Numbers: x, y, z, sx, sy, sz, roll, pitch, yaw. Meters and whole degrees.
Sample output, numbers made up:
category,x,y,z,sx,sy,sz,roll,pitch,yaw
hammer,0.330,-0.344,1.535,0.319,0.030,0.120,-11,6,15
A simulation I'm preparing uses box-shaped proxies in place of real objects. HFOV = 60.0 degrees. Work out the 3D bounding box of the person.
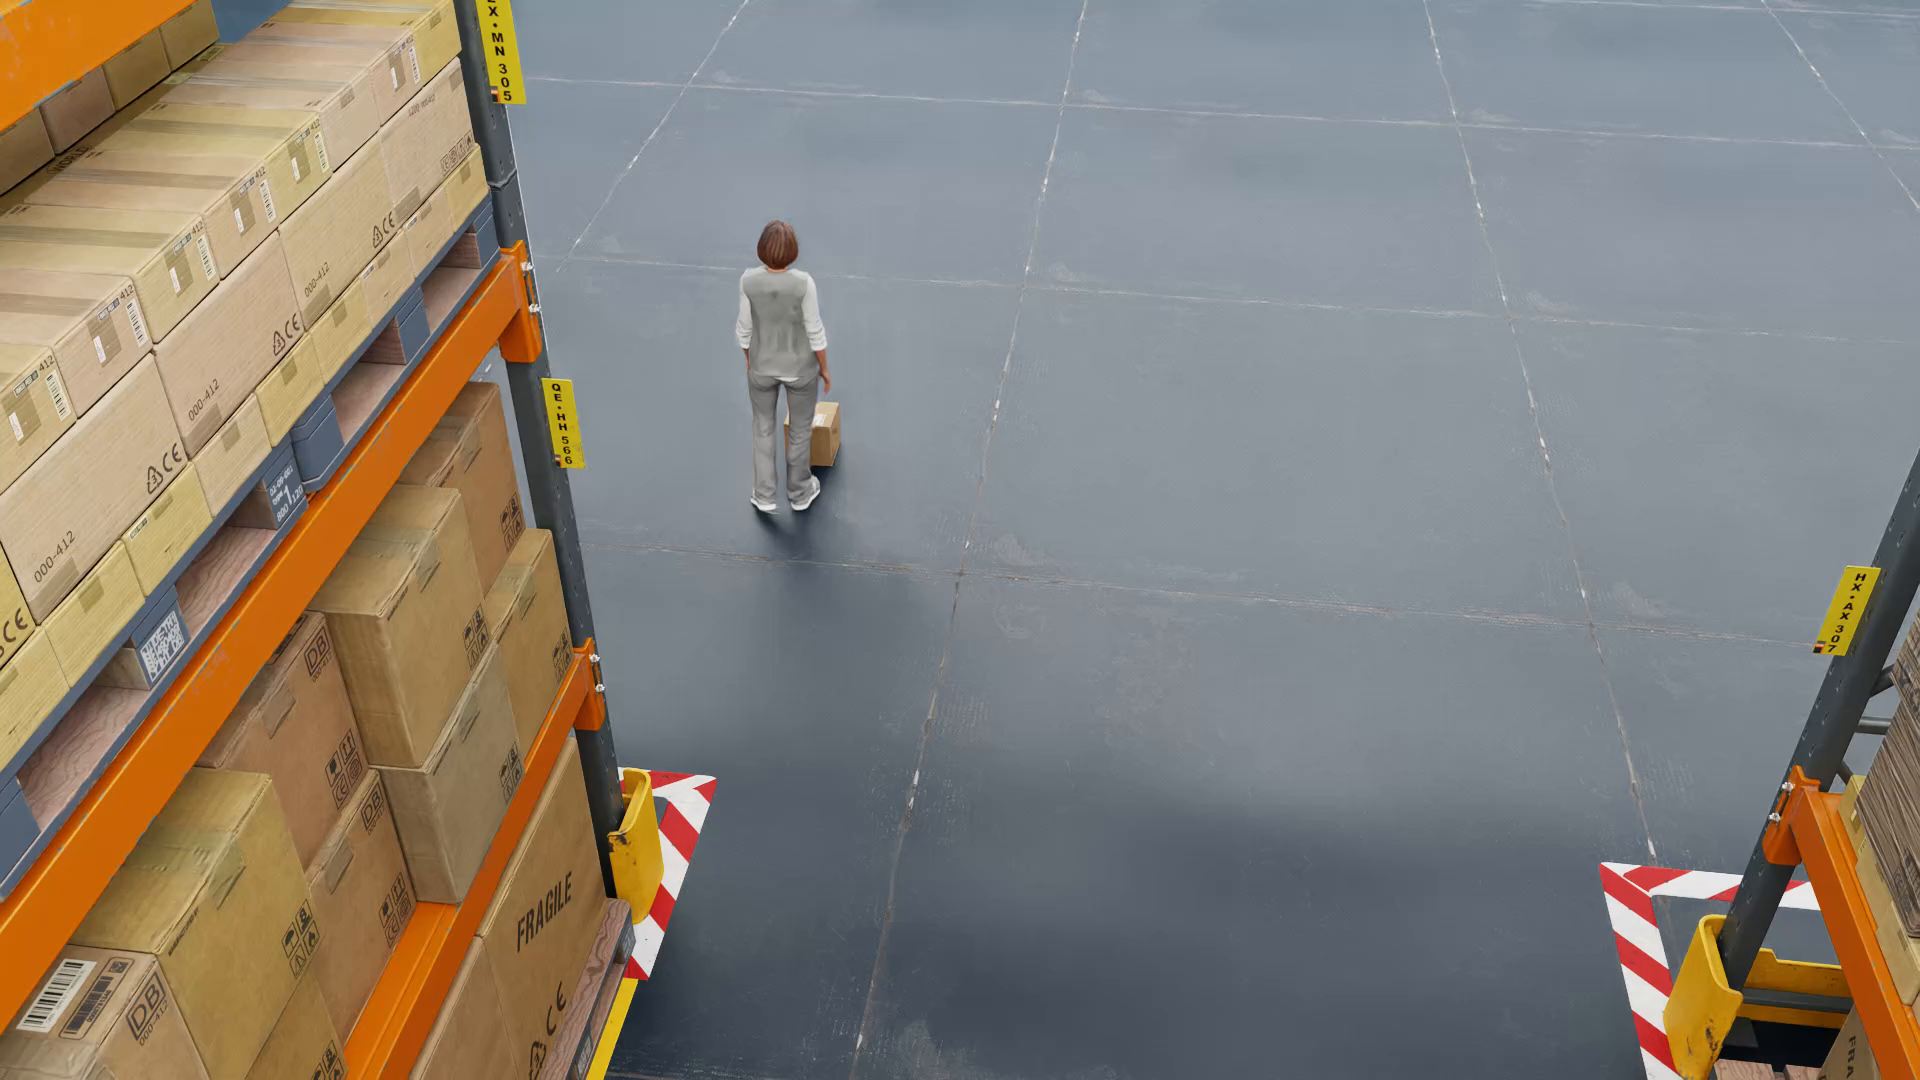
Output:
category,x,y,z,sx,sy,sz,roll,pitch,yaw
person,-0.861,-0.835,8.147,0.452,1.603,0.352,5,37,6
